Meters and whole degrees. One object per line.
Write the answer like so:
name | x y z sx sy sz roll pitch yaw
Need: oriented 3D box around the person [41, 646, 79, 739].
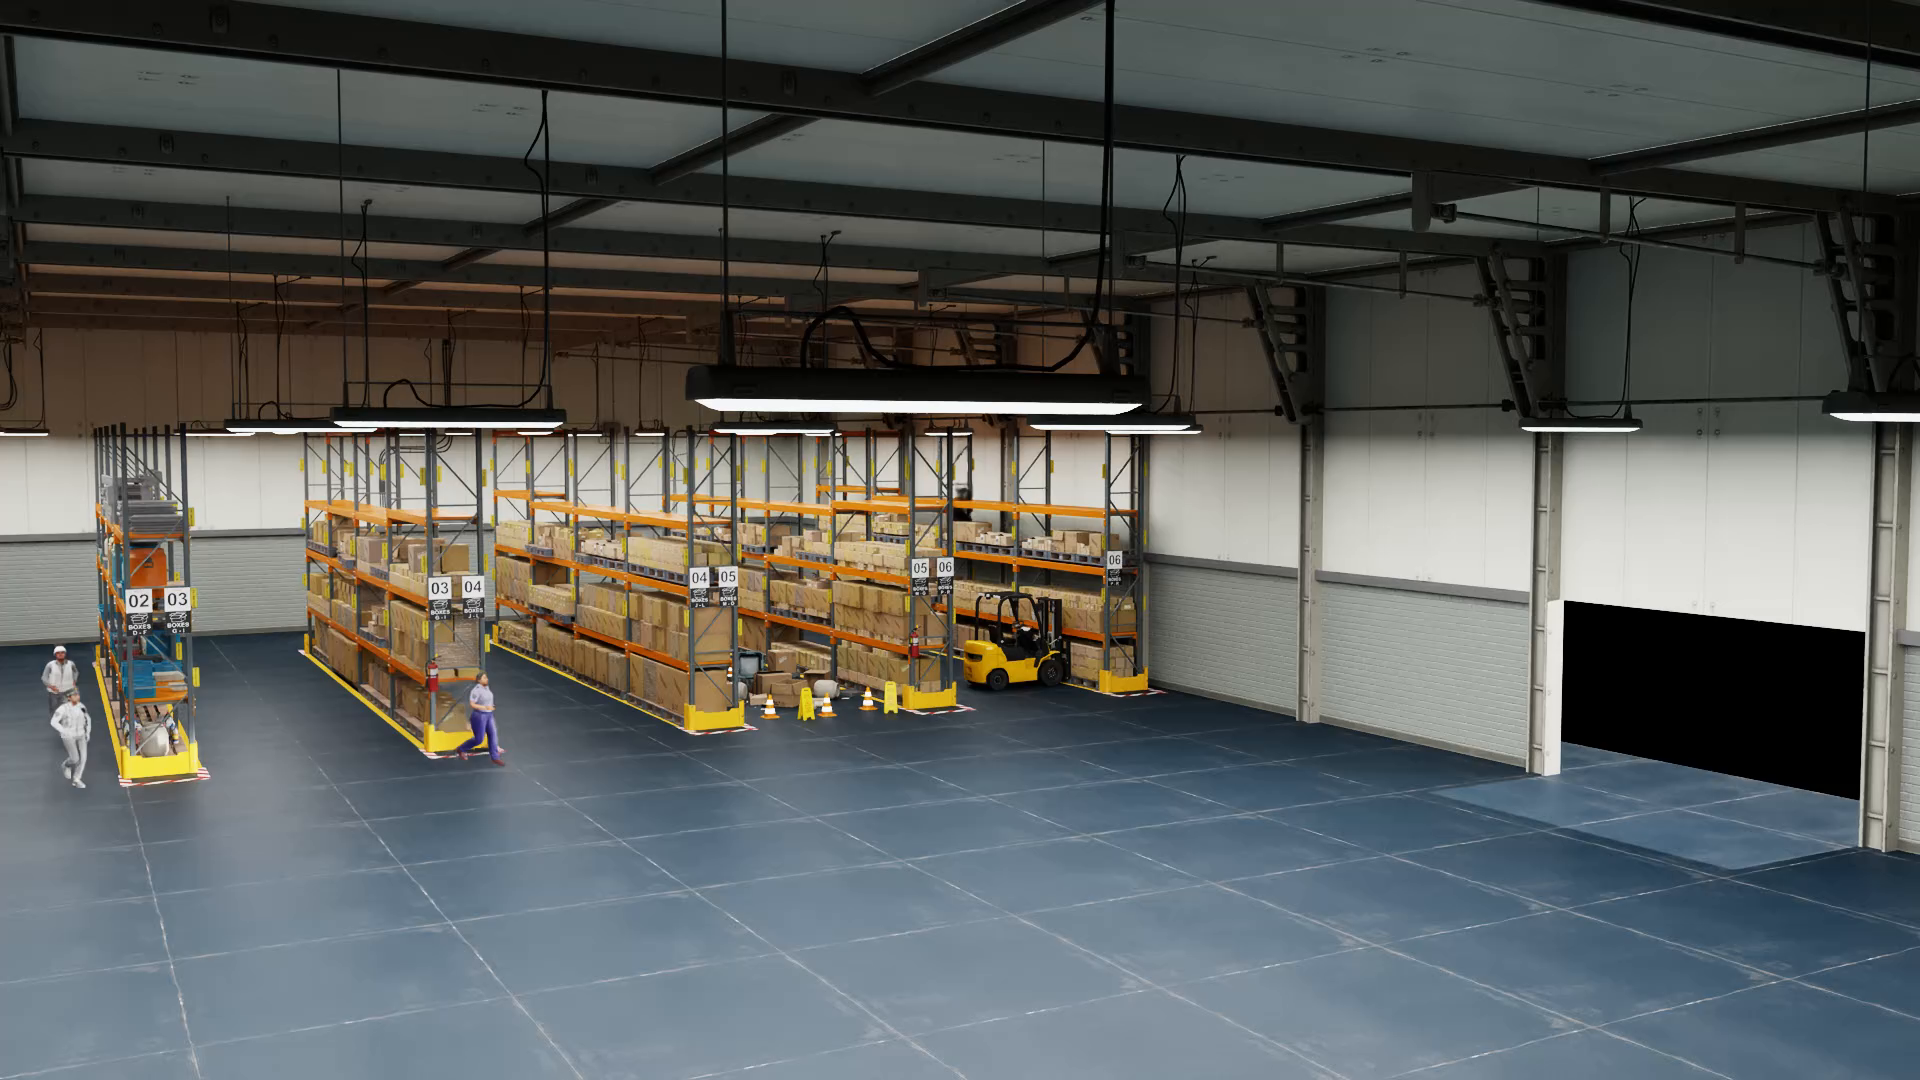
person | -17.371 2.927 32.121 0.638 1.762 1.043 -2 4 -28

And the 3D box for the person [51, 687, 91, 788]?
person | -14.619 3.246 27.422 0.475 1.670 0.651 2 4 36

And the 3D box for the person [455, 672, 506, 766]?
person | -8.388 3.138 29.145 0.909 1.651 0.614 1 4 13

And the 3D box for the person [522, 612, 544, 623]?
person | -12.451 1.932 48.153 0.952 1.742 0.729 0 3 3
